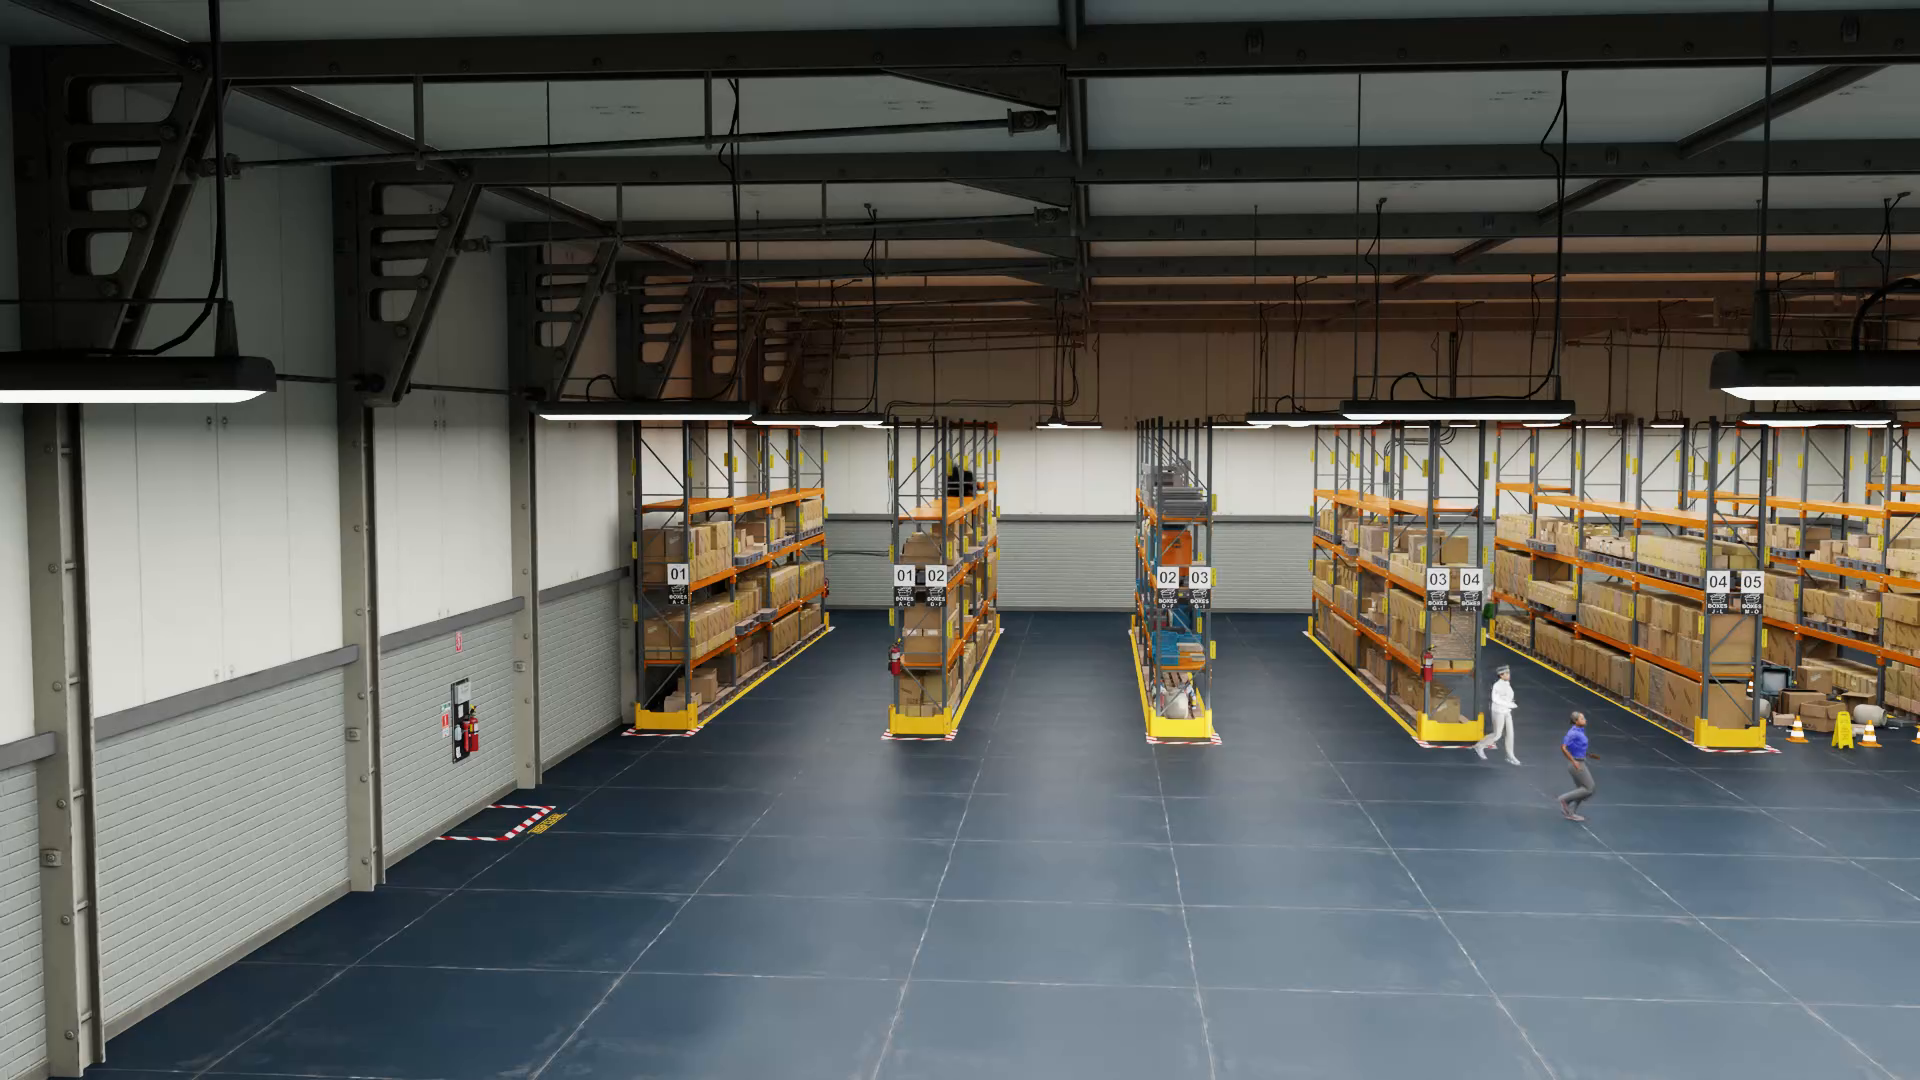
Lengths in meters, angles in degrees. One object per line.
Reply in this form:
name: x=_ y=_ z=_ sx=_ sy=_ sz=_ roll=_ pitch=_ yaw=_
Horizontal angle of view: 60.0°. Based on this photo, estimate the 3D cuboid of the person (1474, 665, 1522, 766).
person: x=9.326 y=3.004 z=28.740 sx=0.819 sy=1.716 sz=0.638 roll=3 pitch=5 yaw=41

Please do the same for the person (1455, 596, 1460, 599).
person: x=13.438 y=1.922 z=45.131 sx=0.762 sy=1.705 sz=0.763 roll=0 pitch=4 yaw=7

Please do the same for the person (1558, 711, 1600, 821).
person: x=9.105 y=3.322 z=24.425 sx=0.557 sy=1.611 sz=0.581 roll=2 pitch=4 yaw=27

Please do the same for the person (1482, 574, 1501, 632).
person: x=15.091 y=1.787 z=47.094 sx=0.549 sy=1.738 sz=0.643 roll=-1 pitch=4 yaw=-10
